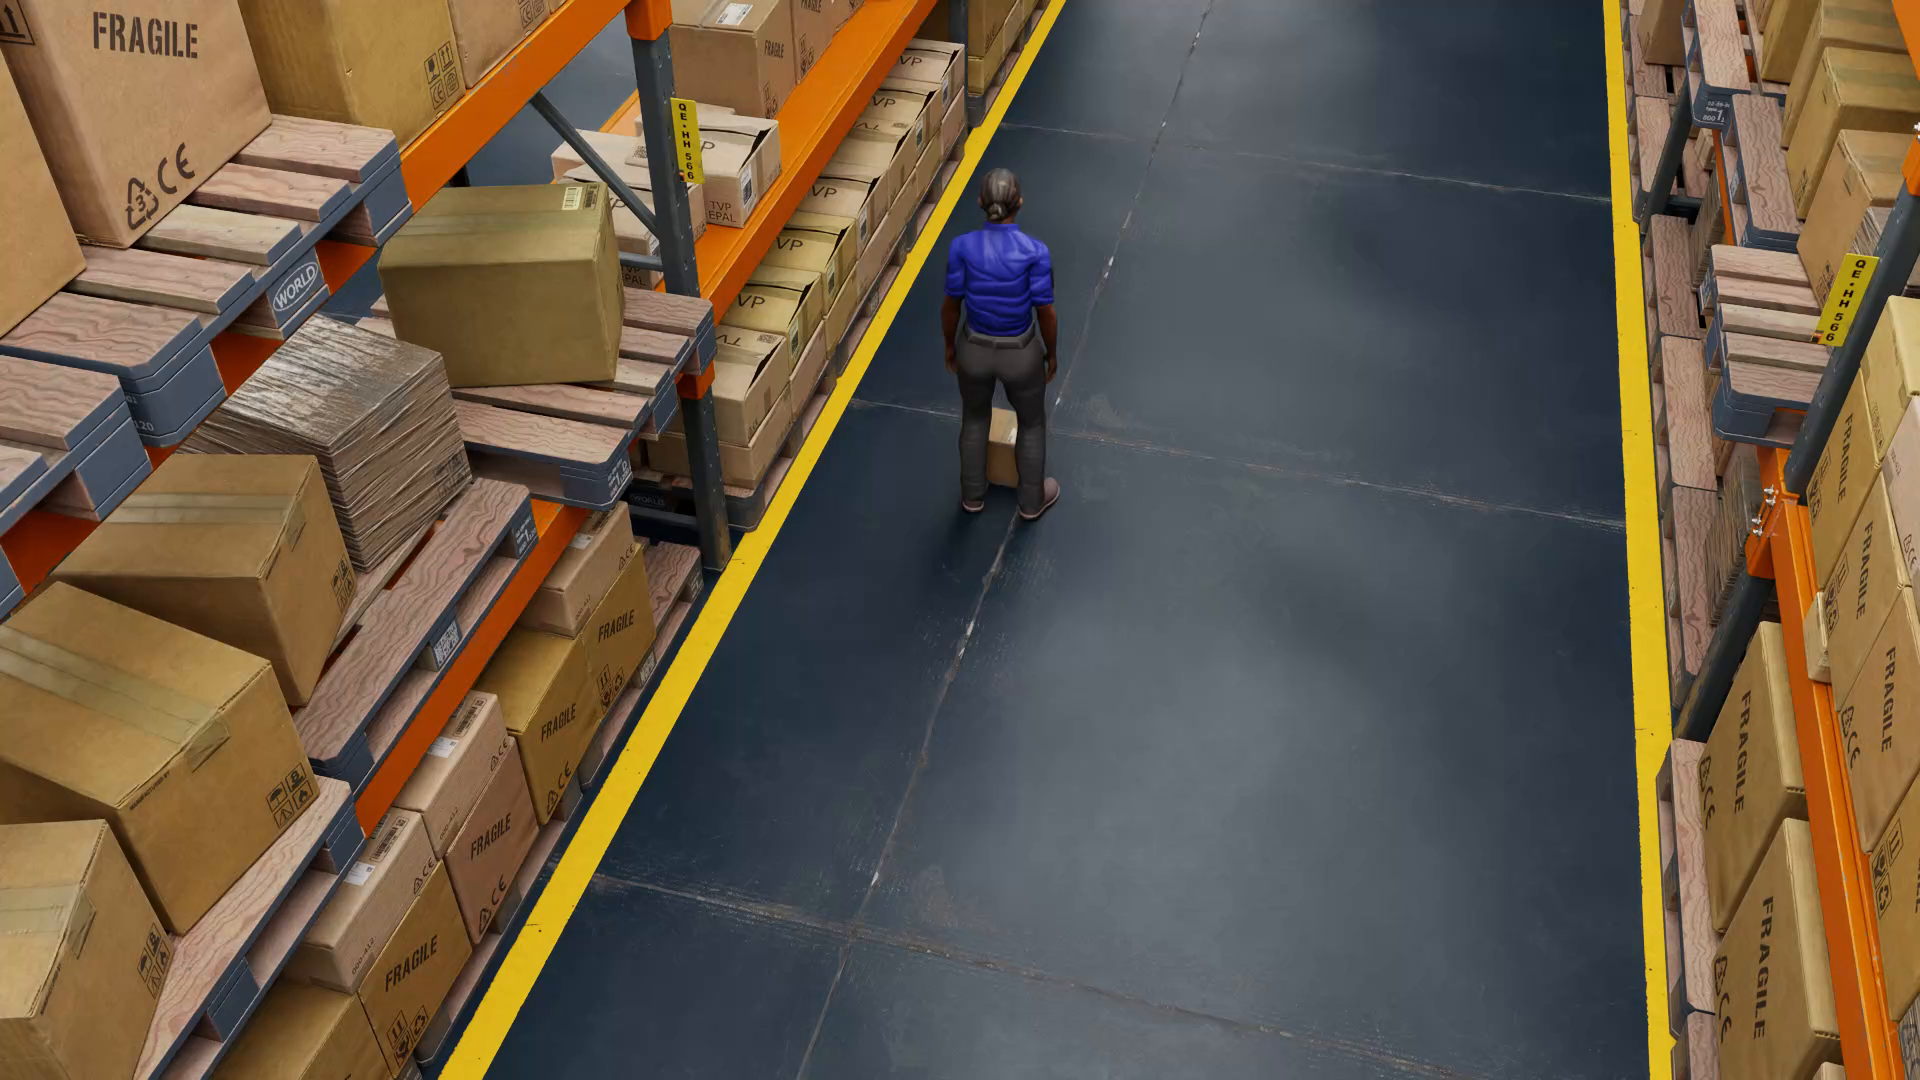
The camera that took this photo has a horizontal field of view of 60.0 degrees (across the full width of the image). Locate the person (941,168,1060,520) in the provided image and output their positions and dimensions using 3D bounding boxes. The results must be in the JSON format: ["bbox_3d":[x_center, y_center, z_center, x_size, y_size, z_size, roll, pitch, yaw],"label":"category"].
[{"bbox_3d":[0.183,-0.798,7.073,0.519,1.653,0.349,8,42,9],"label":"person"}]
